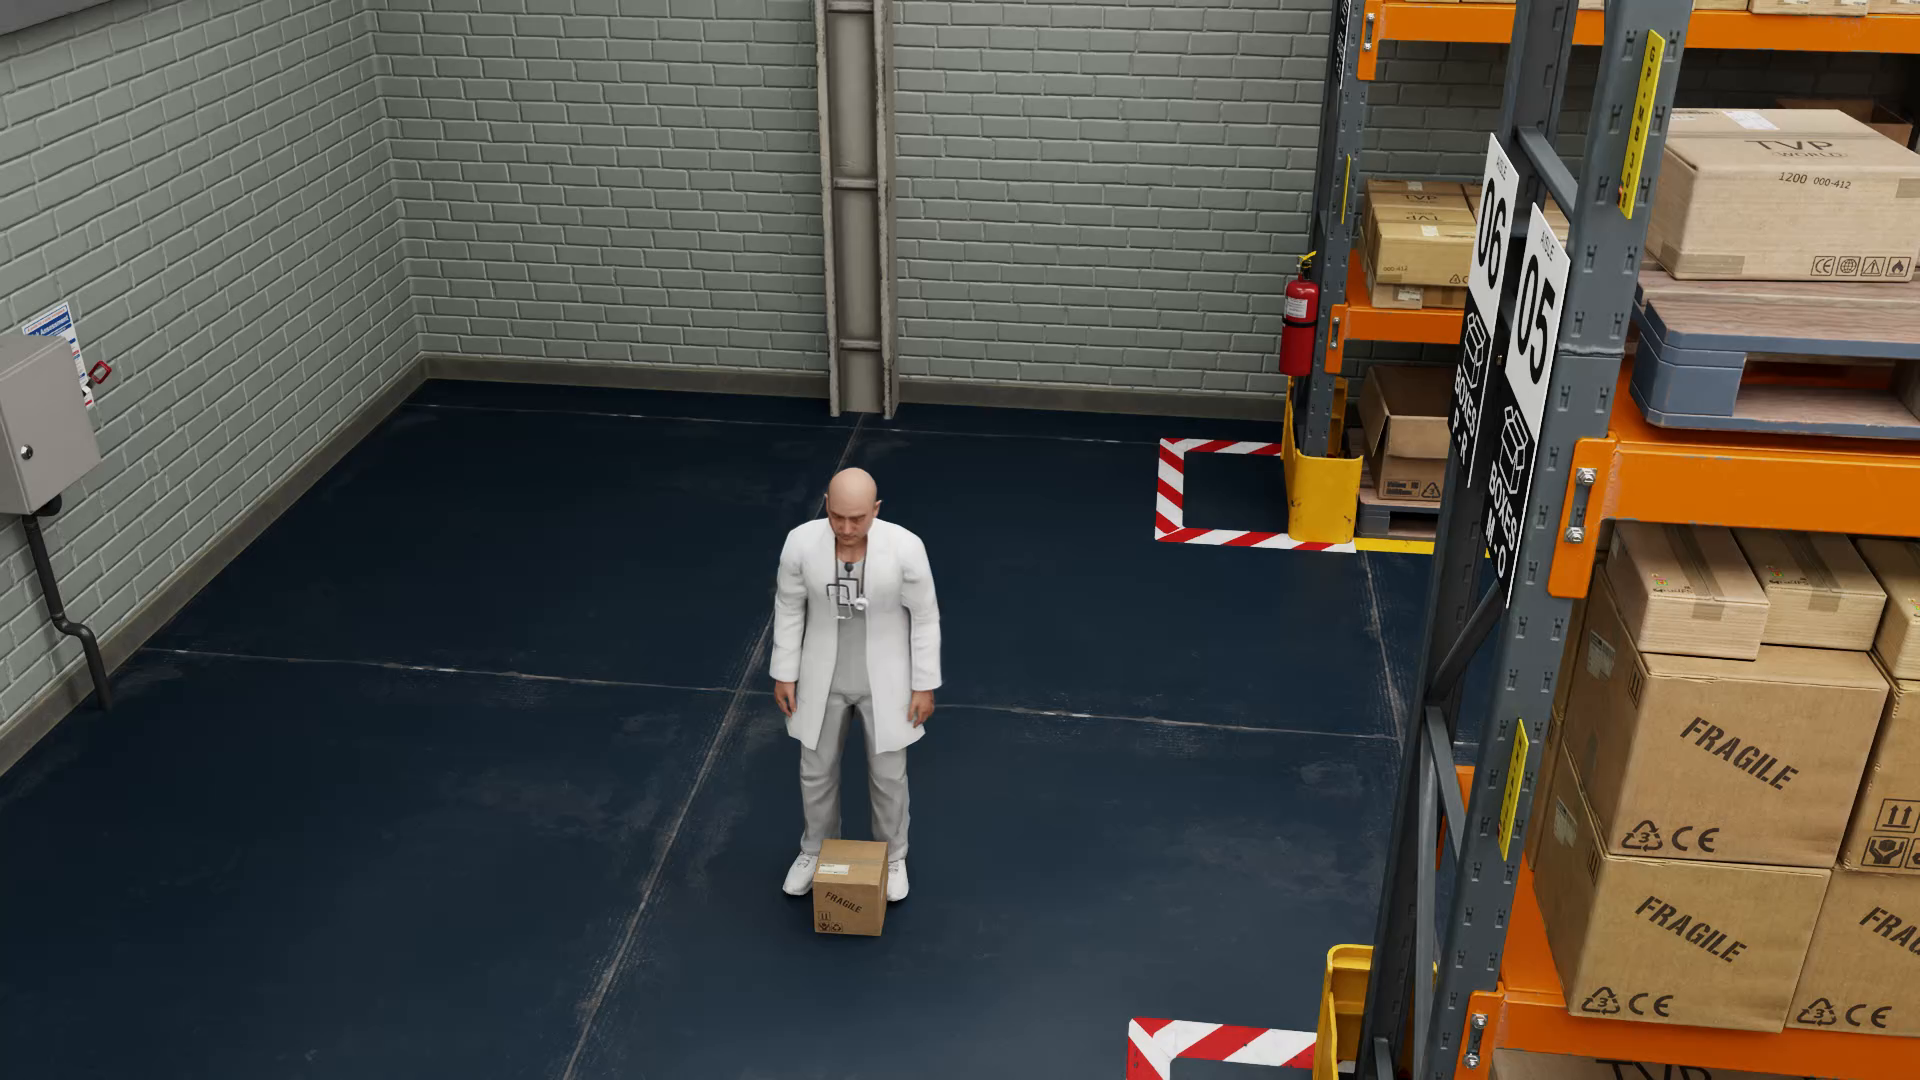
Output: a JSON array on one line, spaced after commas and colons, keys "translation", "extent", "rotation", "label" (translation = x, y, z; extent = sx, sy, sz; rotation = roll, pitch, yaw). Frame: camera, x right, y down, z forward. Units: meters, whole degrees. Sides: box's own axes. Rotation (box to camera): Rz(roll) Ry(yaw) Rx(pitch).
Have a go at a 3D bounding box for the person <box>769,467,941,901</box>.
[{"translation": [-0.386, 0.525, 6.152], "extent": [0.642, 1.774, 0.421], "rotation": [3, 28, 6], "label": "person"}]
